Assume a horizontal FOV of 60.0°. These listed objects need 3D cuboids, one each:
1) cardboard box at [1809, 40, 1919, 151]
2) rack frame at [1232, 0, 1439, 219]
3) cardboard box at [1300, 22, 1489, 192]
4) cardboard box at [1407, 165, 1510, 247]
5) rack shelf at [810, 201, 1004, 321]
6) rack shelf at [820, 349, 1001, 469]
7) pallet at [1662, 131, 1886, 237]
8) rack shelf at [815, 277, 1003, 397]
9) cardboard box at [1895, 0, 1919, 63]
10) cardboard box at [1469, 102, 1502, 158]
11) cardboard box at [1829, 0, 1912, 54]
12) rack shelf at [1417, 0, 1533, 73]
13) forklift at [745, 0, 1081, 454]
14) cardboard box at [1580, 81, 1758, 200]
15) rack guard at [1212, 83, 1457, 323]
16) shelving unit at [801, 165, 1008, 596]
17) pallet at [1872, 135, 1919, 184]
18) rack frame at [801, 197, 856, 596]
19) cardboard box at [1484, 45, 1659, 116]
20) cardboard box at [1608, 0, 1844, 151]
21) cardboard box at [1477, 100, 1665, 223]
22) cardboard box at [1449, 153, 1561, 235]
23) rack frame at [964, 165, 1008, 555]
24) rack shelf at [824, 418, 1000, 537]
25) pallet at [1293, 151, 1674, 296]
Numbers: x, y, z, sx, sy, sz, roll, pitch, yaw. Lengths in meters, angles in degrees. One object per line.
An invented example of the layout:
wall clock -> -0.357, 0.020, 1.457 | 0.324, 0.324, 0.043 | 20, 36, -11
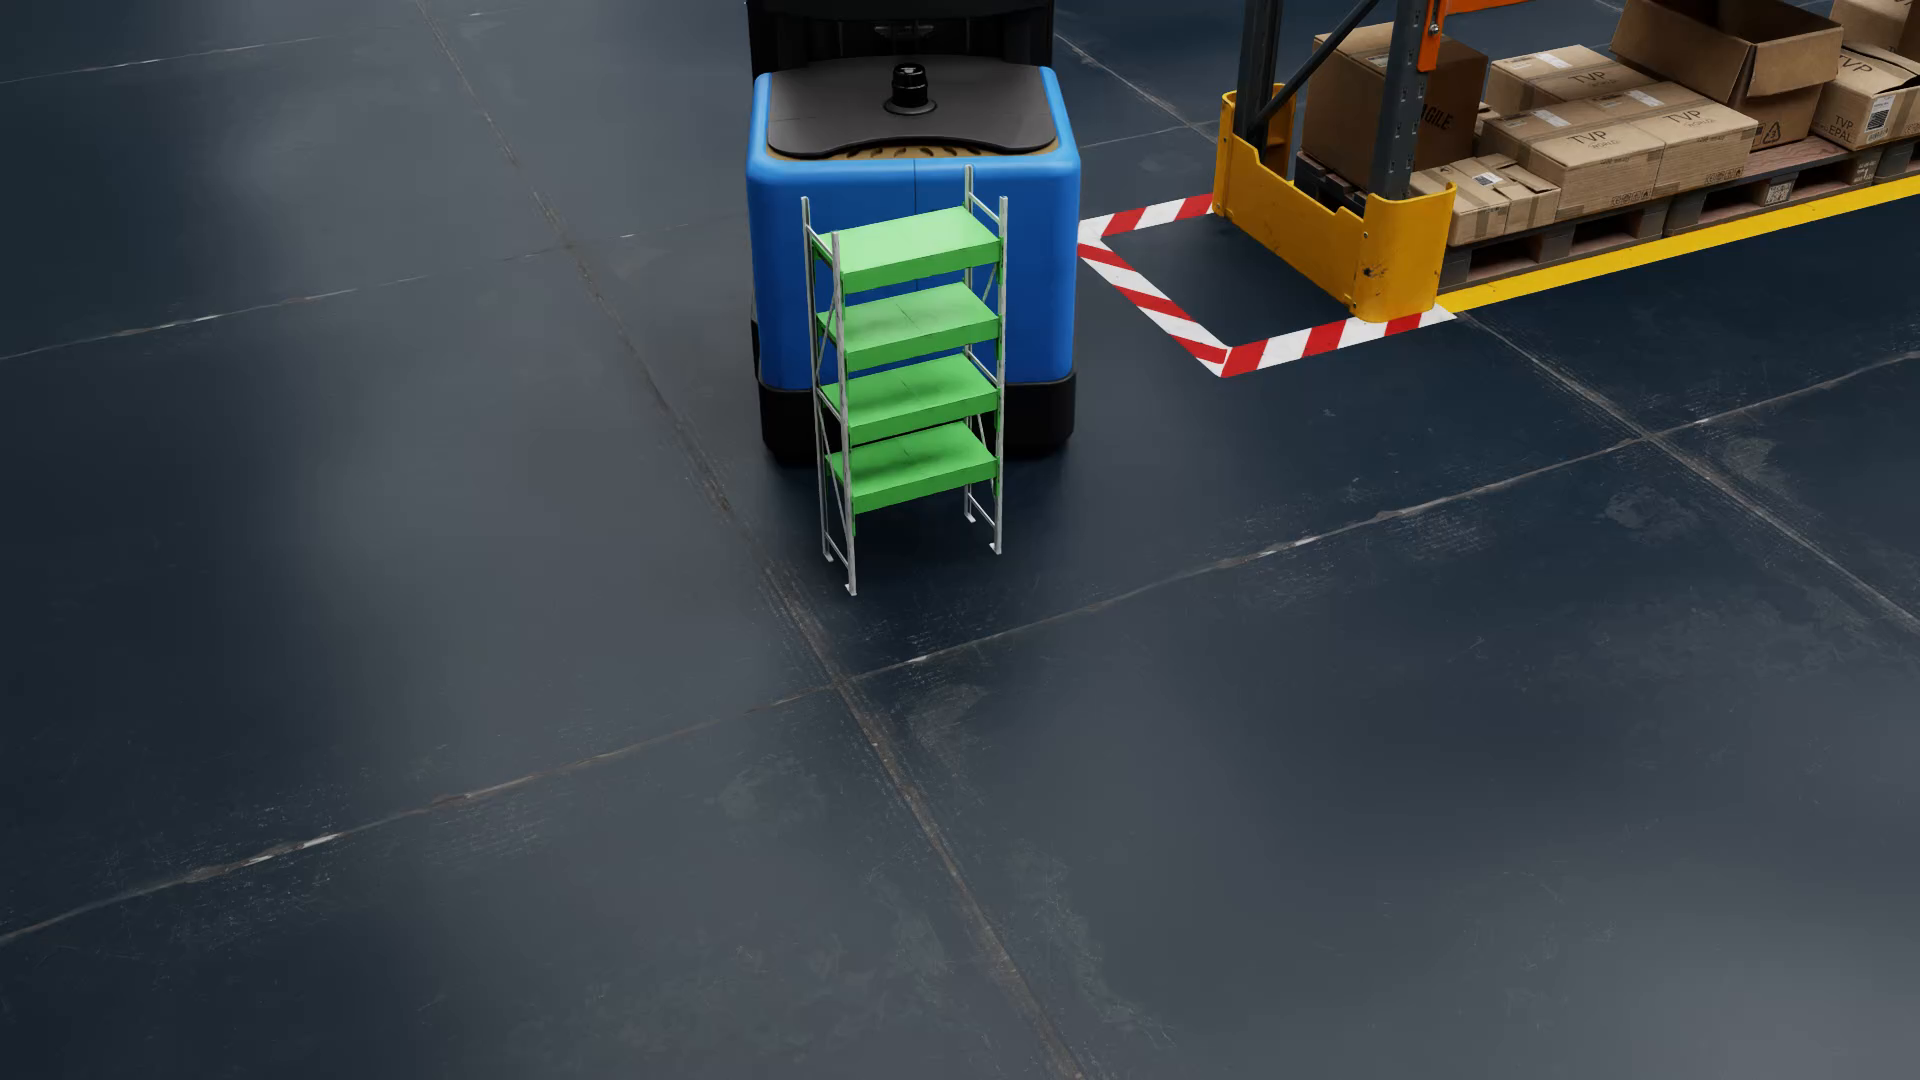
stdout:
cardboard box -> 3.946, -1.984, 7.294 | 0.500, 0.311, 0.500 | -16, 39, -20
rack frame -> 1.400, -2.361, 5.916 | 0.127, 3.000, 1.000 | -16, 39, -20
cardboard box -> 1.787, -1.805, 6.894 | 0.500, 0.500, 0.500 | -16, 39, -20
cardboard box -> 1.925, -1.314, 6.527 | 0.250, 0.149, 0.380 | -16, 39, -20
rack shelf -> -0.150, -0.774, 4.588 | 0.480, 0.148, 0.258 | -16, 39, -20
rack shelf -> -0.150, -0.389, 4.874 | 0.480, 0.148, 0.258 | -16, 39, -20
pallet -> 3.292, -1.769, 7.458 | 1.213, 0.211, 1.003 | -16, 39, -20
rack shelf -> -0.150, -0.581, 4.731 | 0.480, 0.148, 0.258 | -16, 39, -20
cardboard box -> 4.625, -2.249, 7.494 | 0.500, 0.500, 0.500 | -16, 39, -20
cardboard box -> 2.192, -1.725, 7.066 | 0.250, 0.166, 0.380 | -16, 39, -20
cardboard box -> 4.549, -2.481, 7.965 | 0.500, 0.311, 0.500 | -16, 39, -20
rack shelf -> 3.210, -2.579, 6.813 | 4.000, 0.370, 1.077 | -16, 39, -20
forklift -> -0.226, -2.320, 5.918 | 1.130, 2.935, 3.031 | -2, 37, -3
cardboard box -> 2.918, -1.671, 6.924 | 0.500, 0.250, 0.500 | -16, 39, -20
rack guard -> 1.468, -1.377, 6.686 | 0.348, 0.500, 1.175 | -16, 39, -20
shelving unit -> -0.150, -0.440, 4.836 | 0.503, 1.200, 0.258 | -16, 39, -20
pallet -> 4.398, -2.080, 7.878 | 1.213, 0.211, 1.003 | -16, 39, -20
rack frame -> -0.371, -0.378, 4.753 | 0.015, 1.200, 0.240 | -16, 39, -20
cardboard box -> 2.660, -1.928, 7.271 | 0.500, 0.250, 0.500 | -16, 39, -20
cardboard box -> 3.322, -2.070, 7.249 | 0.637, 0.503, 0.797 | -16, 39, -20
cardboard box -> 2.465, -1.545, 6.754 | 0.500, 0.250, 0.500 | -16, 39, -20
cardboard box -> 2.151, -1.384, 6.607 | 0.250, 0.166, 0.380 | -16, 39, -20
rack frame -> 0.071, -0.502, 4.919 | 0.015, 1.200, 0.240 | -16, 39, -20
rack shelf -> -0.150, -0.196, 5.017 | 0.480, 0.148, 0.258 | -16, 39, -20
pallet -> 2.190, -1.463, 7.045 | 1.213, 0.211, 1.003 | -16, 39, -20
